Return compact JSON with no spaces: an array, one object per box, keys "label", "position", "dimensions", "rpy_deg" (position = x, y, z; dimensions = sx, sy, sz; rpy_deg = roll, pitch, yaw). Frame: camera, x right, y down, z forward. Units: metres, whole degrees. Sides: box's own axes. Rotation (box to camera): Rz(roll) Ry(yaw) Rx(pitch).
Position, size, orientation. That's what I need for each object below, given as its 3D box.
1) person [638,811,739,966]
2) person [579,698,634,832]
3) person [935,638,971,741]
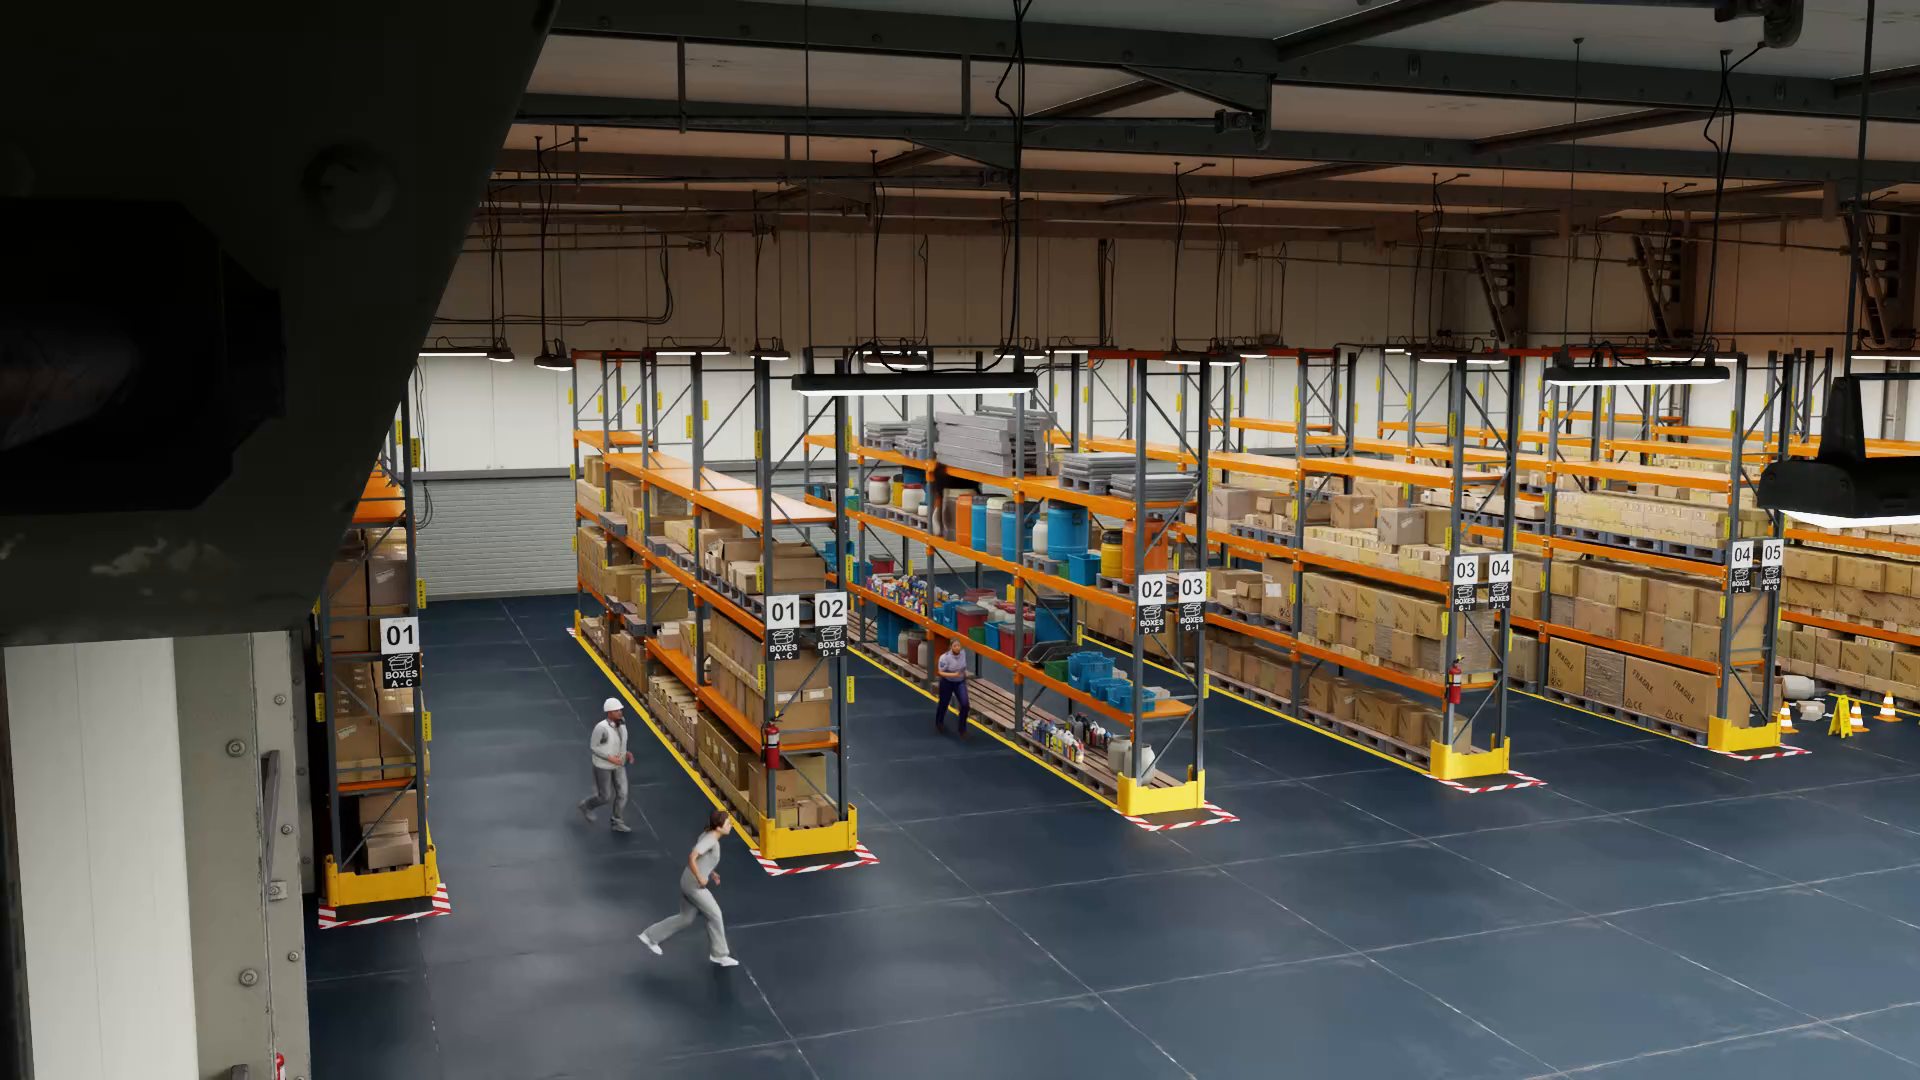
[{"label":"person","position":[-2.724,3.507,16.596],"dimensions":[0.988,1.618,0.591],"rpy_deg":[0,7,0]},{"label":"person","position":[-4.536,2.848,21.227],"dimensions":[0.822,1.734,0.653],"rpy_deg":[5,9,36]},{"label":"person","position":[-0.114,2.312,26.087],"dimensions":[0.608,1.613,0.957],"rpy_deg":[-3,8,-22]}]
